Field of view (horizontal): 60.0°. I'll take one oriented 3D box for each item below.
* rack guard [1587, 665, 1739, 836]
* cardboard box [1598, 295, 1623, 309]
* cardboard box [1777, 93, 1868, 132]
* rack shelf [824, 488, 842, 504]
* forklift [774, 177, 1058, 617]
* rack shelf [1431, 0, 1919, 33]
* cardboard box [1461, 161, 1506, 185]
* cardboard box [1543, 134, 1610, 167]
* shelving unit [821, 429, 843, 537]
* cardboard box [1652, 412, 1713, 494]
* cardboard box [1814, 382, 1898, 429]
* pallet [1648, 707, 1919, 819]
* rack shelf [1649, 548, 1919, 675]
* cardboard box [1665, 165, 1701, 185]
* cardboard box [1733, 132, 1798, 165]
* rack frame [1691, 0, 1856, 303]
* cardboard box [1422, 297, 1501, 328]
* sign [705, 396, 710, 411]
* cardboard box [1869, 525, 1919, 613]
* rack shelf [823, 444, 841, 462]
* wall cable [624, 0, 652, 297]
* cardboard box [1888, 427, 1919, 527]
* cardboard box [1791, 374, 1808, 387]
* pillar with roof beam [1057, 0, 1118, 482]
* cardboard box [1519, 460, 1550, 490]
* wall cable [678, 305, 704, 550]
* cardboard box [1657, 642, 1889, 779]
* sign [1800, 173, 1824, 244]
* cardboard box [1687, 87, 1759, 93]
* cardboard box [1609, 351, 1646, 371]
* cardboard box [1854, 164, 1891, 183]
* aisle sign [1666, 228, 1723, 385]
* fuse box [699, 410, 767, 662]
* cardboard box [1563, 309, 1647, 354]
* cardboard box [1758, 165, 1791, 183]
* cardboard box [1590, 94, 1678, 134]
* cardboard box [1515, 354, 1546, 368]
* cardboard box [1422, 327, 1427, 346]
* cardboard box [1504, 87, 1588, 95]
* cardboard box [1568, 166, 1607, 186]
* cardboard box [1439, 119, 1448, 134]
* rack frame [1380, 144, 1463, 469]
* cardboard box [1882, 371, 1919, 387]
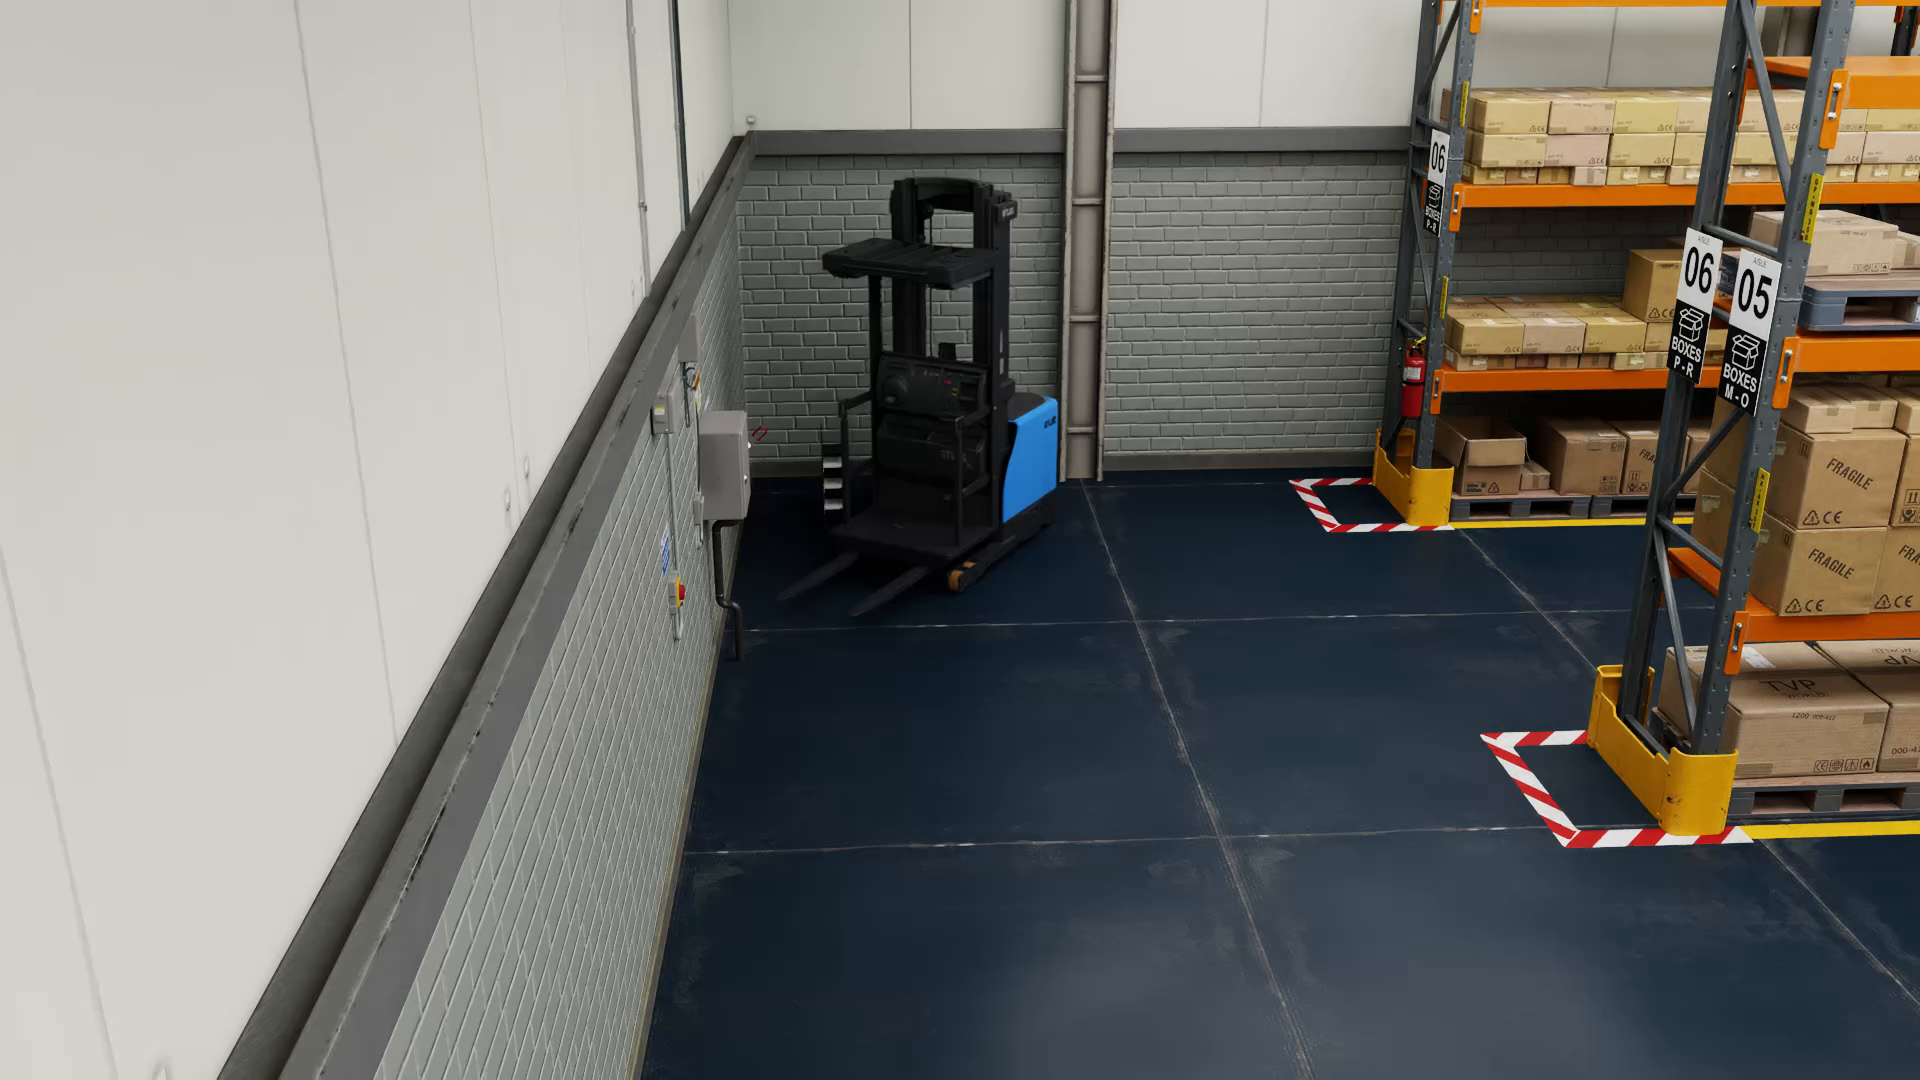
[{"bbox_3d":[4.090,1.209,9.743,0.348,0.500,1.175,-1,21,-3],"label":"rack guard"},{"bbox_3d":[5.802,-1.924,14.253,0.500,0.250,0.500,-1,21,-3],"label":"cardboard box"},{"bbox_3d":[6.824,-3.399,13.208,0.500,0.250,0.500,-1,21,-4],"label":"cardboard box"},{"bbox_3d":[-1.023,-0.380,13.700,0.200,0.077,0.258,-2,21,-6],"label":"rack shelf"},{"bbox_3d":[-0.320,-1.159,12.545,1.130,2.935,3.031,11,23,26],"label":"forklift"},{"bbox_3d":[5.823,-4.229,13.098,4.000,0.370,1.077,-1,21,-3],"label":"rack shelf"},{"bbox_3d":[4.158,-2.931,13.242,0.250,0.149,0.380,-1,21,-2],"label":"cardboard box"},{"bbox_3d":[4.792,-3.123,13.186,0.500,0.250,0.500,-1,21,-2],"label":"cardboard box"},{"bbox_3d":[-1.023,-0.495,13.656,0.210,0.900,0.258,-2,21,-6],"label":"shelving unit"},{"bbox_3d":[6.335,-0.754,14.310,0.500,0.500,0.700,-2,21,-5],"label":"cardboard box"},{"bbox_3d":[4.742,-0.716,8.829,0.250,0.149,0.380,-1,21,-2],"label":"cardboard box"},{"bbox_3d":[4.908,1.299,9.911,1.213,0.211,1.003,-1,21,-3],"label":"pallet"},{"bbox_3d":[6.111,0.336,9.534,4.000,0.370,1.077,-1,21,-3],"label":"rack shelf"},{"bbox_3d":[5.694,-2.928,13.233,0.250,0.149,0.380,-1,21,-3],"label":"cardboard box"},{"bbox_3d":[6.322,-3.156,13.271,0.500,0.250,0.500,-1,21,-2],"label":"cardboard box"},{"bbox_3d":[4.114,-2.763,8.232,0.127,3.000,1.000,-1,21,-3],"label":"rack frame"},{"bbox_3d":[4.271,-1.895,14.177,0.500,0.250,0.500,-1,21,-1],"label":"cardboard box"},{"bbox_3d":[-1.724,-0.713,11.411,0.001,0.494,0.329,-1,21,-3],"label":"sign"},{"bbox_3d":[5.113,0.066,9.092,0.500,0.500,0.500,-1,21,-4],"label":"cardboard box"},{"bbox_3d":[-1.023,-0.716,13.572,0.200,0.077,0.258,-2,21,-6],"label":"rack shelf"},{"bbox_3d":[-1.549,-2.548,7.666,0.029,3.000,0.463,-1,21,-3],"label":"wall cable"},{"bbox_3d":[5.125,-0.395,8.898,0.500,0.500,0.500,-2,21,-5],"label":"cardboard box"},{"bbox_3d":[4.461,-0.855,9.194,0.250,0.149,0.380,-1,21,-2],"label":"cardboard box"},{"bbox_3d":[1.329,-3.263,9.544,0.400,9.000,9.100,-1,21,-3],"label":"pillar with roof beam"},{"bbox_3d":[4.869,-0.560,14.294,0.250,0.149,0.380,-2,21,-5],"label":"cardboard box"},{"bbox_3d":[-1.607,-0.815,10.119,0.122,1.984,0.588,-1,21,-3],"label":"wall cable"},{"bbox_3d":[4.767,0.992,9.809,0.875,0.438,0.875,-2,21,-5],"label":"cardboard box"},{"bbox_3d":[4.139,-1.610,8.078,0.005,0.325,0.100,-1,21,-3],"label":"sign"},{"bbox_3d":[6.286,-3.573,13.665,0.500,0.250,0.500,-1,21,-4],"label":"cardboard box"},{"bbox_3d":[5.460,-1.523,13.759,0.250,0.149,0.380,-2,21,-5],"label":"cardboard box"},{"bbox_3d":[7.233,-2.973,13.350,0.250,0.149,0.380,-1,21,-3],"label":"cardboard box"},{"bbox_3d":[4.024,-1.283,9.122,0.004,0.787,0.394,-1,21,-3],"label":"aisle sign"},{"bbox_3d":[-1.489,0.016,11.174,0.414,1.711,0.539,-1,21,-3],"label":"fuse box"},{"bbox_3d":[5.304,-1.727,13.734,0.500,0.250,0.500,-2,21,-4],"label":"cardboard box"},{"bbox_3d":[6.451,-2.972,13.348,0.250,0.149,0.380,0,21,-1],"label":"cardboard box"},{"bbox_3d":[5.294,-3.366,13.120,0.500,0.250,0.500,-1,21,-4],"label":"cardboard box"},{"bbox_3d":[4.682,-1.554,13.840,0.250,0.149,0.380,-1,21,-4],"label":"cardboard box"},{"bbox_3d":[4.142,-1.708,14.243,0.250,0.149,0.380,-1,21,-4],"label":"cardboard box"},{"bbox_3d":[4.774,-3.546,13.593,0.500,0.250,0.500,-2,21,-5],"label":"cardboard box"},{"bbox_3d":[4.930,-2.914,13.195,0.250,0.149,0.380,-1,21,-2],"label":"cardboard box"},{"bbox_3d":[4.255,-3.299,13.648,0.500,0.250,0.500,-2,21,-4],"label":"cardboard box"},{"bbox_3d":[3.827,-1.723,13.931,0.127,3.000,1.000,-1,21,-3],"label":"rack frame"},{"bbox_3d":[5.219,-0.895,9.298,0.250,0.149,0.380,-1,21,-2],"label":"cardboard box"}]
